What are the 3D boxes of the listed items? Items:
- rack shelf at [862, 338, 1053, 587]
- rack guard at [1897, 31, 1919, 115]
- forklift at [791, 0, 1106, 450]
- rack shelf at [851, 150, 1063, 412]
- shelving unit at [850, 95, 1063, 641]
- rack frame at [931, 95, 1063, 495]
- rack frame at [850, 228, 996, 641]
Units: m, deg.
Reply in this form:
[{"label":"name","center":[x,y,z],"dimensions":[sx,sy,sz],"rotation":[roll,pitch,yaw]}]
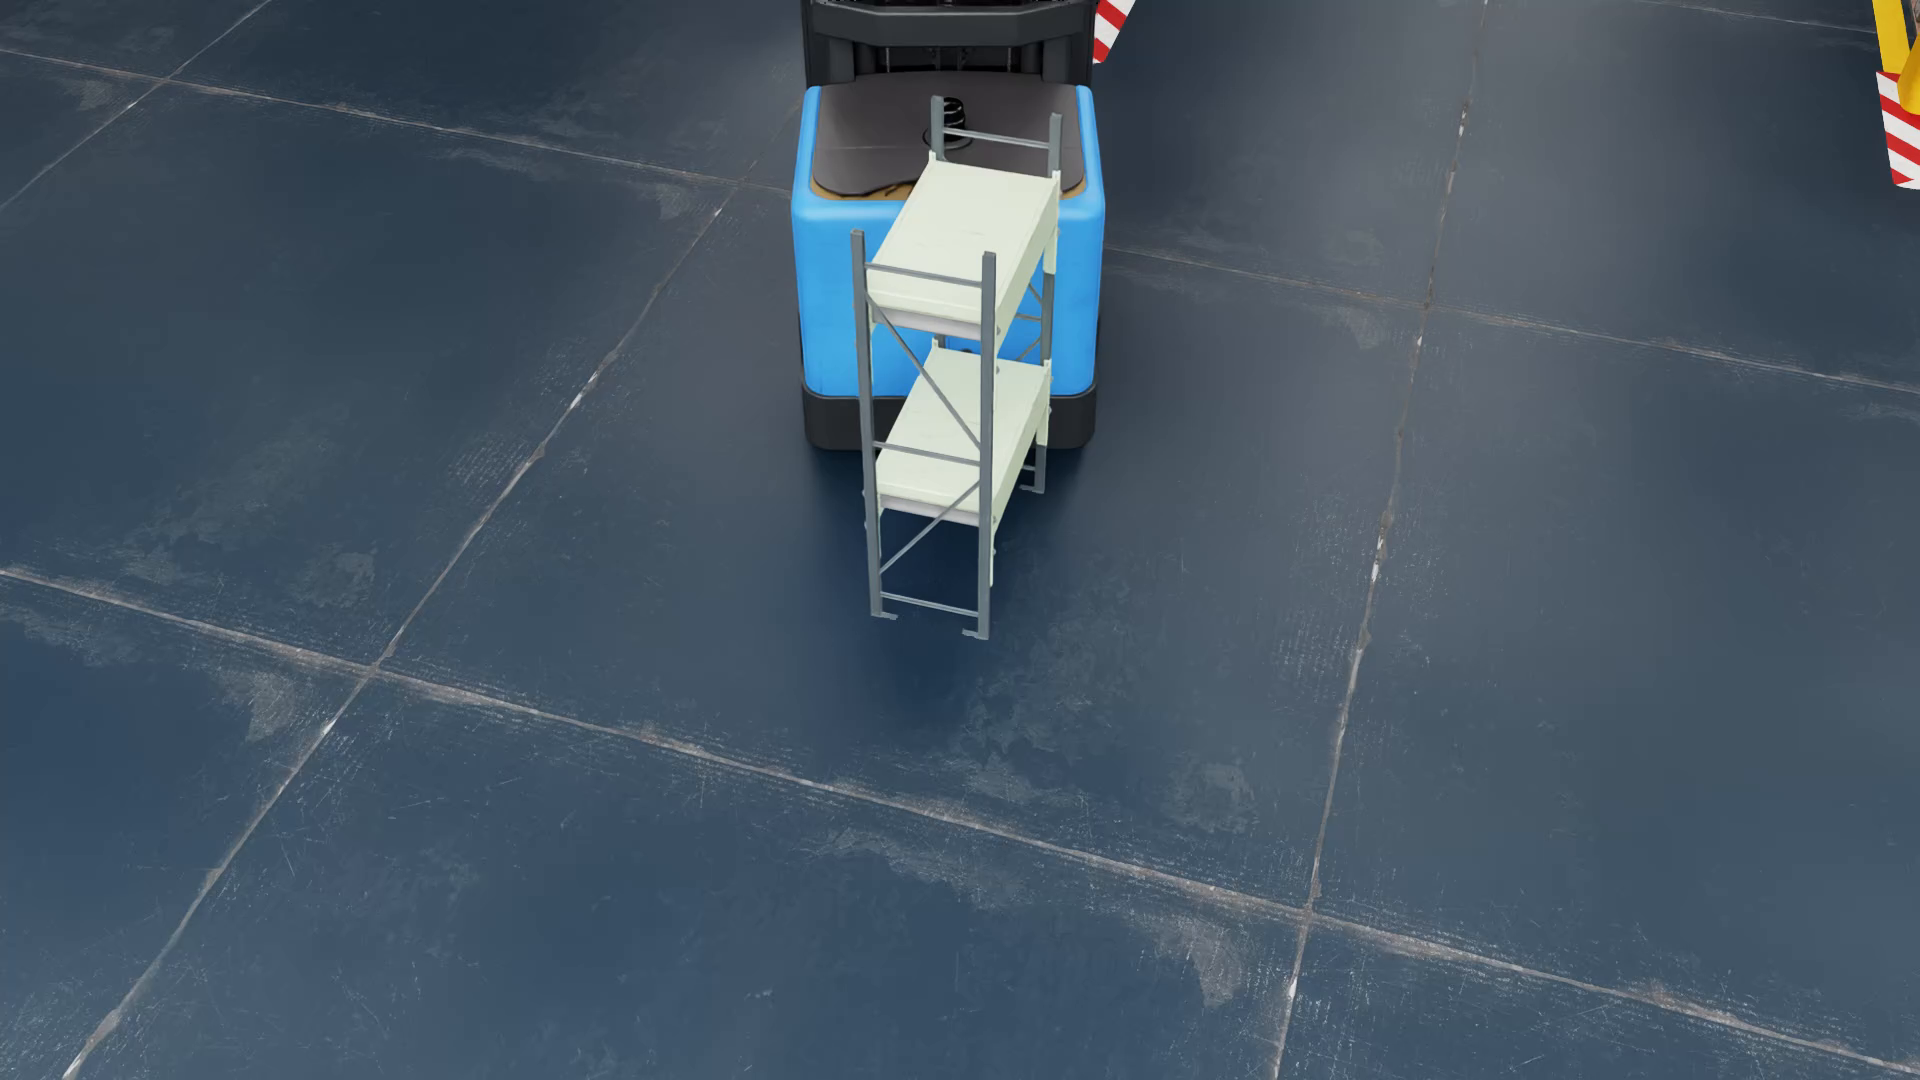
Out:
[{"label":"rack shelf","center":[0.004,-0.266,5.415],"dimensions":[0.431,0.370,0.720],"rotation":[12,46,12]},{"label":"rack guard","center":[5.027,-2.175,7.615],"dimensions":[1.175,0.500,0.348],"rotation":[13,46,13]},{"label":"forklift","center":[-0.044,-2.380,6.087],"dimensions":[1.130,2.935,3.031],"rotation":[0,44,0]},{"label":"rack shelf","center":[0.004,-0.778,4.914],"dimensions":[0.431,0.370,0.720],"rotation":[12,46,12]},{"label":"shelving unit","center":[0.004,-0.499,5.187],"dimensions":[0.431,1.500,0.755],"rotation":[12,46,12]},{"label":"rack frame","center":[0.108,-0.744,5.438],"dimensions":[0.400,1.500,0.023],"rotation":[12,46,12]},{"label":"rack frame","center":[-0.099,-0.253,4.936],"dimensions":[0.400,1.500,0.023],"rotation":[12,46,12]}]
